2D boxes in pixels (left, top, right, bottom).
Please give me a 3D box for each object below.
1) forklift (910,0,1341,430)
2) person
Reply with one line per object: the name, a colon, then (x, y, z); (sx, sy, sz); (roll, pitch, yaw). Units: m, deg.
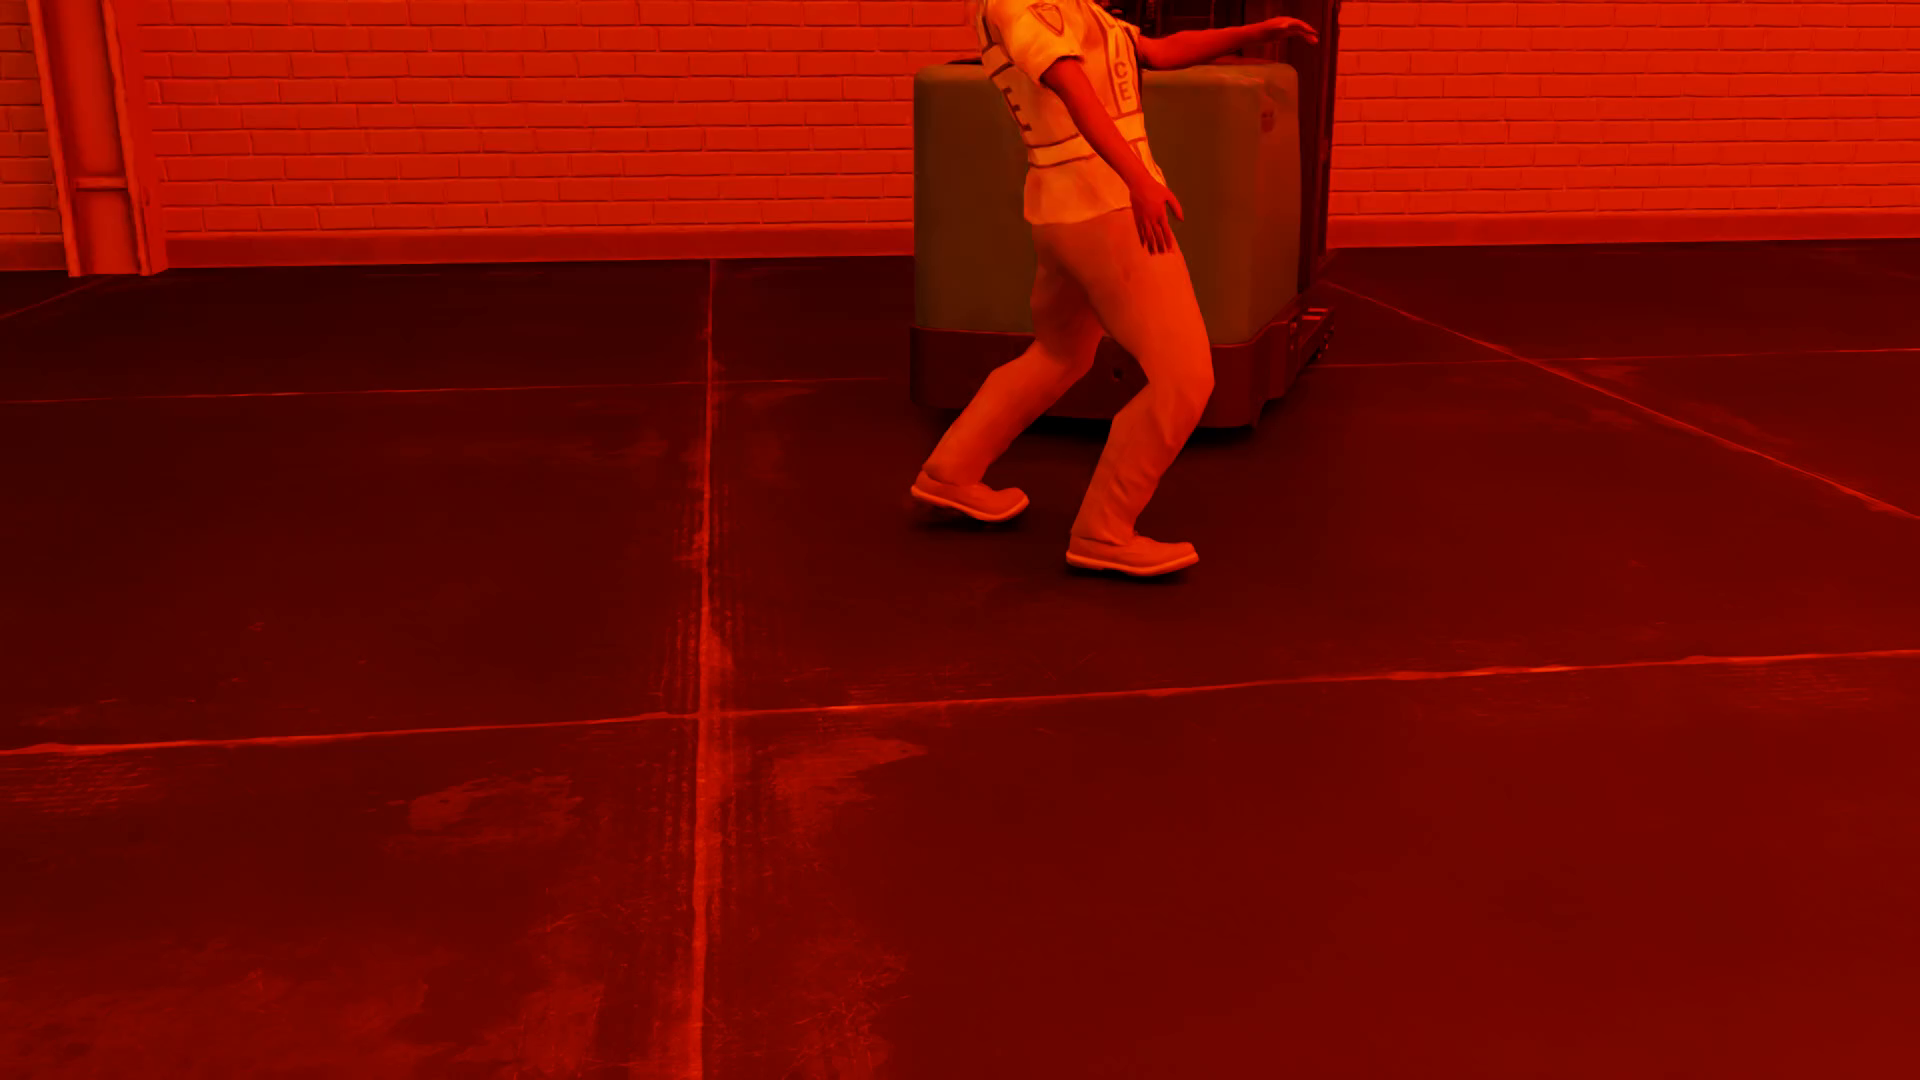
forklift: (0.809, -2.109, 5.886); (1.130, 2.935, 3.031); (6, 18, 18)
person: (0.342, -0.700, 3.605); (0.830, 1.524, 0.789); (-2, 17, -7)
